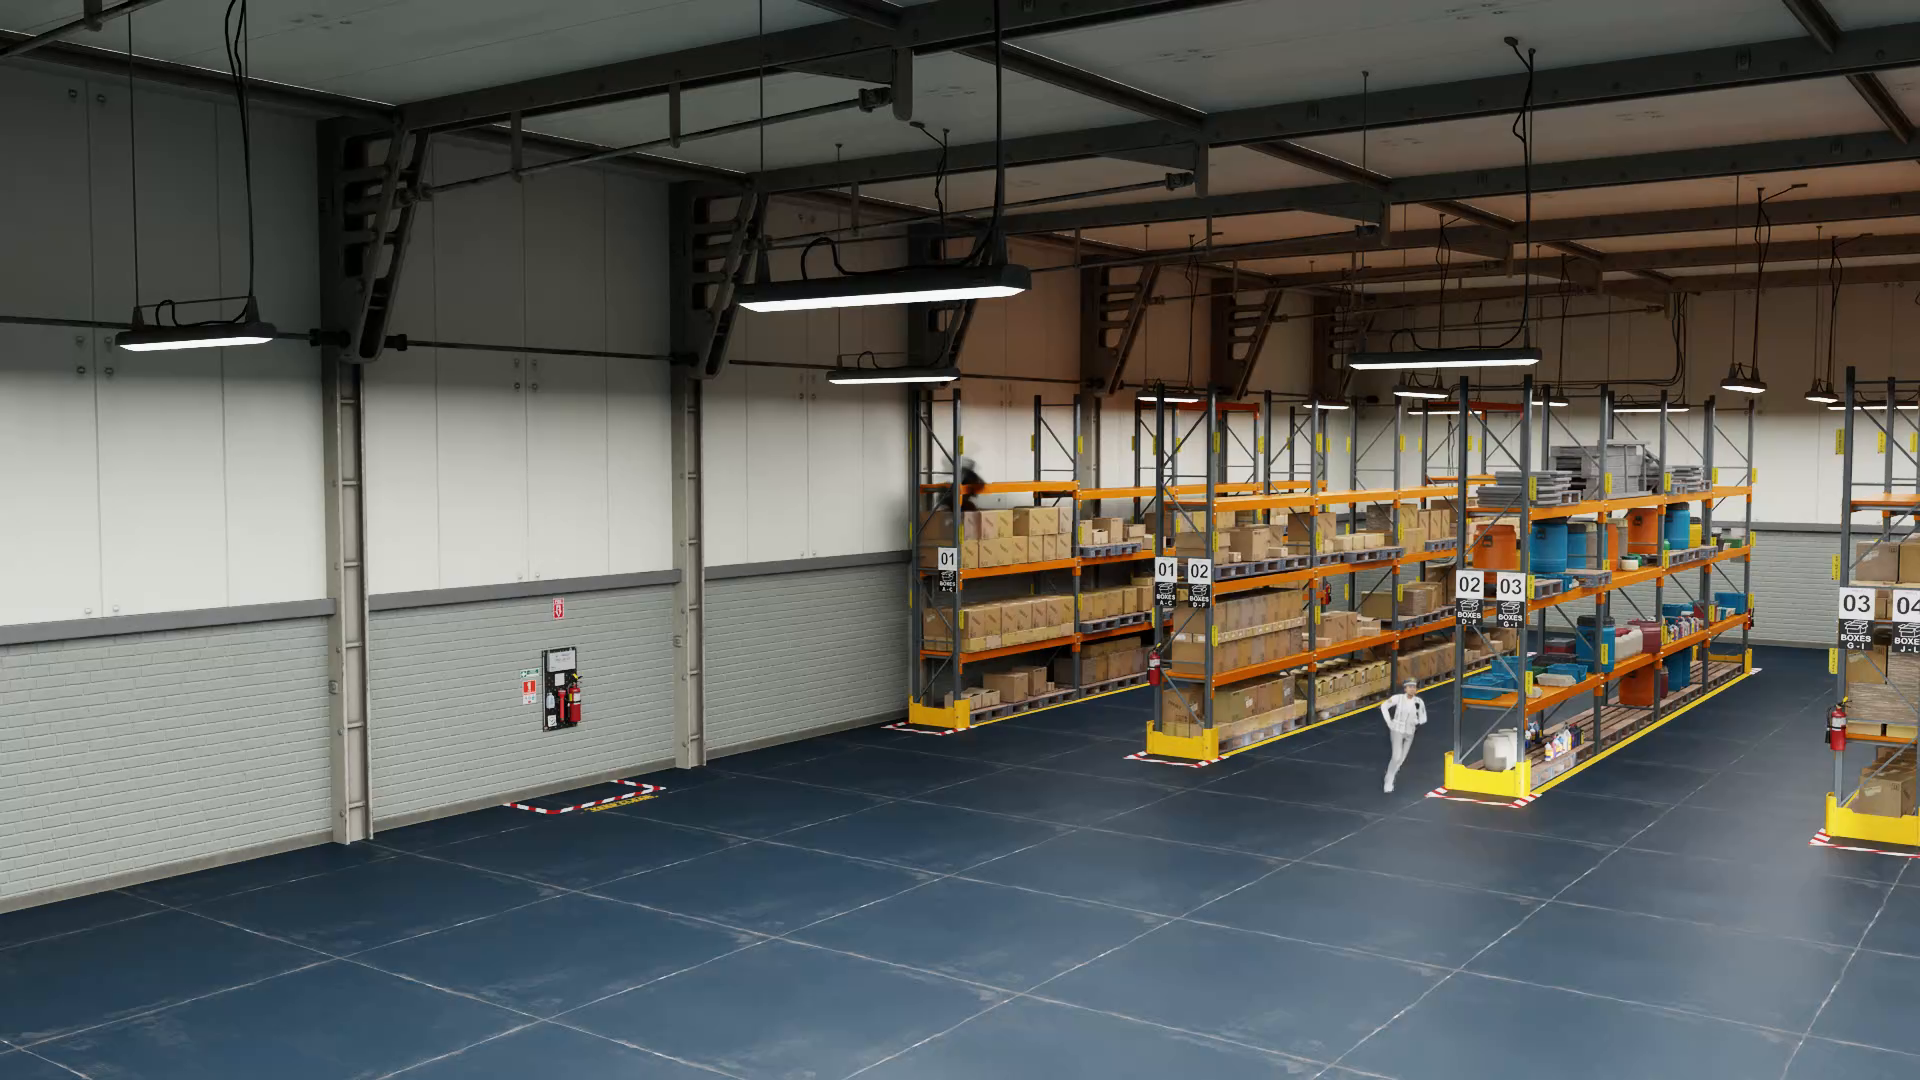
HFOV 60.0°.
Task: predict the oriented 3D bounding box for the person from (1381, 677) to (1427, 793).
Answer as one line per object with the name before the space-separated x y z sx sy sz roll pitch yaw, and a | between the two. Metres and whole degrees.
person | 6.414 2.814 24.021 0.602 1.708 0.612 0 3 -4
